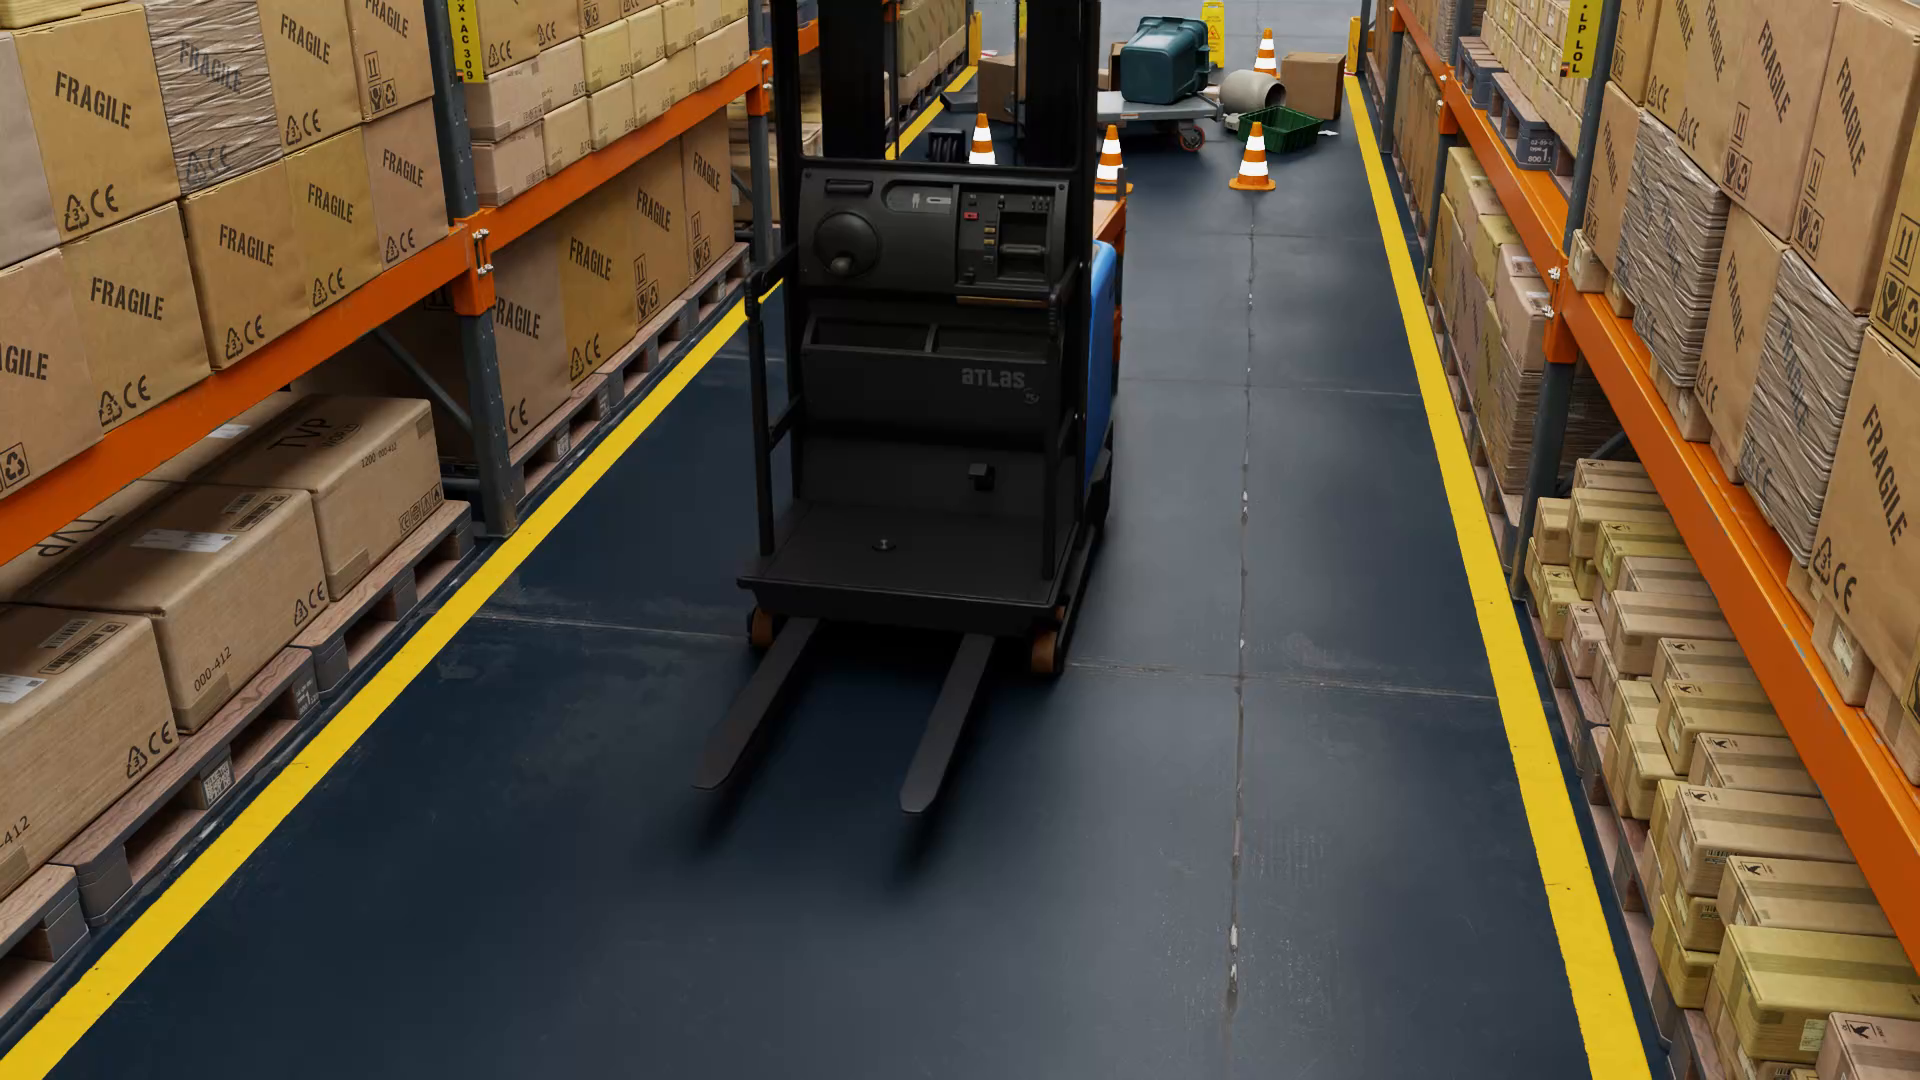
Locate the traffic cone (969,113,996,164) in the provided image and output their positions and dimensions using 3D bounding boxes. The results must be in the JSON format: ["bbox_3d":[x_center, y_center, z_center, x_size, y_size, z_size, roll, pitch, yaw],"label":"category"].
[{"bbox_3d":[0.167,-2.996,12.606,0.336,0.463,0.334,4,25,9],"label":"traffic cone"}]

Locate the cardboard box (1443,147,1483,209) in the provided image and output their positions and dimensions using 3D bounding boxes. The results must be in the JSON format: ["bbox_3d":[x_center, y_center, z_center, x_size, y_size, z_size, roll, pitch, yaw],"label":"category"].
[{"bbox_3d":[2.883,-1.913,8.868,0.500,0.250,0.500,3,25,6],"label":"cardboard box"}]

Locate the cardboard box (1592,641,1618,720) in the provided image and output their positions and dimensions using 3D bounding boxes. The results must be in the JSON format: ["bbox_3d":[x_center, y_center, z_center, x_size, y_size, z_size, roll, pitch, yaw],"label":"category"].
[{"bbox_3d":[2.179,0.445,5.128,0.380,0.149,0.250,4,25,7],"label":"cardboard box"}]

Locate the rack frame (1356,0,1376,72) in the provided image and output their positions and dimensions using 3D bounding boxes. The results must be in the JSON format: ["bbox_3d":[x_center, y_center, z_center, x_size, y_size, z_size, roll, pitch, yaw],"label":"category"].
[{"bbox_3d":[4.542,-6.133,16.315,1.000,3.000,0.127,4,25,9],"label":"rack frame"}]

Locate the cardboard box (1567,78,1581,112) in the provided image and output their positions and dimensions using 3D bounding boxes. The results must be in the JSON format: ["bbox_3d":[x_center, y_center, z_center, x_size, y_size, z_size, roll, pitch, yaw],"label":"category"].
[{"bbox_3d":[2.536,-1.719,6.335,0.380,0.149,0.250,5,26,11],"label":"cardboard box"}]

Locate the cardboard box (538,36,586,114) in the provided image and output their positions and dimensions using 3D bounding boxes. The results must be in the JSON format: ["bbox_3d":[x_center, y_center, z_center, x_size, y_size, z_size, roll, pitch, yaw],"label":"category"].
[{"bbox_3d":[-1.912,-1.958,6.982,0.500,0.250,0.500,4,25,9],"label":"cardboard box"}]

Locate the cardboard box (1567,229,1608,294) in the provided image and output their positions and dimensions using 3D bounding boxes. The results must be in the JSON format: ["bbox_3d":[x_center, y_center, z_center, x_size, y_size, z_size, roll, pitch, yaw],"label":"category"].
[{"bbox_3d":[2.212,-0.905,5.441,0.380,0.149,0.250,5,26,10],"label":"cardboard box"}]

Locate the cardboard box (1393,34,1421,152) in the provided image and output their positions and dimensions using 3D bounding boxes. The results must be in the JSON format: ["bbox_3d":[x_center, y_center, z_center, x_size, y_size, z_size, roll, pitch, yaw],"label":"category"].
[{"bbox_3d":[3.875,-3.366,12.561,1.050,0.750,0.750,4,25,8],"label":"cardboard box"}]

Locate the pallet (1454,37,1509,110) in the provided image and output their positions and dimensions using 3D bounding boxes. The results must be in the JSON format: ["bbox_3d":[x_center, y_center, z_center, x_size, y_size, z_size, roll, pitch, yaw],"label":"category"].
[{"bbox_3d":[3.223,-2.395,8.555,1.213,0.211,1.003,4,25,9],"label":"pallet"}]

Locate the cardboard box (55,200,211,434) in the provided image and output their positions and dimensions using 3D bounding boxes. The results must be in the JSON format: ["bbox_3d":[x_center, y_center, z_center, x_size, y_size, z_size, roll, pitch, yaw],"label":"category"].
[{"bbox_3d":[-2.390,-0.604,4.384,0.500,0.500,0.500,5,26,10],"label":"cardboard box"}]

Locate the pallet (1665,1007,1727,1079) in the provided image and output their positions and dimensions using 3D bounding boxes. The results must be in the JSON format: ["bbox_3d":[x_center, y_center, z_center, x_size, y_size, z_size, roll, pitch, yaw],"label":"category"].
[{"bbox_3d":[2.107,1.452,3.398,1.003,0.211,1.213,4,25,9],"label":"pallet"}]

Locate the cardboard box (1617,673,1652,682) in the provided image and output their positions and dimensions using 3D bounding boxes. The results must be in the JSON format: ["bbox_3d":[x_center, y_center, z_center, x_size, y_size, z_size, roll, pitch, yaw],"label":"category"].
[{"bbox_3d":[2.133,0.424,4.823,0.380,0.149,0.250,5,26,11],"label":"cardboard box"}]

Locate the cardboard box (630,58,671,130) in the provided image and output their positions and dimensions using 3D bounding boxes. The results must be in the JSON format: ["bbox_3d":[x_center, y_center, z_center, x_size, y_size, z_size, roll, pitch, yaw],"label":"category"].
[{"bbox_3d":[-1.714,-2.151,7.984,0.500,0.250,0.500,4,25,8],"label":"cardboard box"}]

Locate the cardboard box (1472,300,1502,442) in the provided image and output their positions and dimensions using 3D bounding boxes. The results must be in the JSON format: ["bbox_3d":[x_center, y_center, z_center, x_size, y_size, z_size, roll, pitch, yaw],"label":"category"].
[{"bbox_3d":[2.537,-0.714,7.190,0.500,0.500,0.500,3,25,7],"label":"cardboard box"}]

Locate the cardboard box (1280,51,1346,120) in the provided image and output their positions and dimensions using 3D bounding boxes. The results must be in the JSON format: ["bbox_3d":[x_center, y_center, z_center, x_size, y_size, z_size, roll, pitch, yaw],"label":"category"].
[{"bbox_3d":[3.129,-4.050,14.809,0.500,0.500,0.500,8,26,18],"label":"cardboard box"}]

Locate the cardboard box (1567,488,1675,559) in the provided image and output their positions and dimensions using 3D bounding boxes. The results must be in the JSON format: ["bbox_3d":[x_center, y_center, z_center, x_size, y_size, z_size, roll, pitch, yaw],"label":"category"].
[{"bbox_3d":[2.216,-0.042,5.467,0.380,0.149,0.250,5,26,11],"label":"cardboard box"}]

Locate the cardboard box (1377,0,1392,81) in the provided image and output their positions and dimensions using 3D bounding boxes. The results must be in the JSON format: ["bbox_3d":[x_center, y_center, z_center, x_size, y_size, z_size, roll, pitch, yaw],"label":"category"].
[{"bbox_3d":[4.354,-4.705,15.274,0.875,0.875,0.875,4,25,8],"label":"cardboard box"}]

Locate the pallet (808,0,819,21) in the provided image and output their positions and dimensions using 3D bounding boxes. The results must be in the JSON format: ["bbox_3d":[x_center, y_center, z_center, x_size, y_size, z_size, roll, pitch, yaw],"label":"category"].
[{"bbox_3d":[-1.383,-3.832,11.625,1.003,0.211,1.213,4,25,9],"label":"pallet"}]

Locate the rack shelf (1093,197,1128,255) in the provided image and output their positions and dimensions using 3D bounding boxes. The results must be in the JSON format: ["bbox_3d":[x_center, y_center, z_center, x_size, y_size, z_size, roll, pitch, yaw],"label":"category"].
[{"bbox_3d":[0.413,-1.327,7.568,0.538,0.278,1.000,6,26,14],"label":"rack shelf"}]

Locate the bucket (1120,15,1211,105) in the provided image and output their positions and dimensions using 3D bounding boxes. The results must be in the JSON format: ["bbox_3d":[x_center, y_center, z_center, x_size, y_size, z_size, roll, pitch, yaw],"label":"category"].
[{"bbox_3d":[1.636,-3.883,13.575,0.726,0.611,0.620,13,38,26],"label":"bucket"}]

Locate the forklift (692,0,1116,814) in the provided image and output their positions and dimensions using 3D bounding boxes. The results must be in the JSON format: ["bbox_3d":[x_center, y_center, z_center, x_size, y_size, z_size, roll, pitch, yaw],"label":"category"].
[{"bbox_3d":[-0.136,-1.026,5.485,1.130,2.935,3.031,5,26,10],"label":"forklift"}]

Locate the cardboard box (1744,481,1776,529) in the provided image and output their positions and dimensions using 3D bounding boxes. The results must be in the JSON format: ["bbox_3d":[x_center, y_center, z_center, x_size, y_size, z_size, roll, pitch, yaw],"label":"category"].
[{"bbox_3d":[2.026,-0.128,3.782,0.380,0.149,0.250,4,25,9],"label":"cardboard box"}]

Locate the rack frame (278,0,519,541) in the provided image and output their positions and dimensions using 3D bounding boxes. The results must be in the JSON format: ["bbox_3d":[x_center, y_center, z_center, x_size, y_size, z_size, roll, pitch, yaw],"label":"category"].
[{"bbox_3d":[-2.319,-1.415,6.235,1.000,3.000,0.127,4,25,9],"label":"rack frame"}]

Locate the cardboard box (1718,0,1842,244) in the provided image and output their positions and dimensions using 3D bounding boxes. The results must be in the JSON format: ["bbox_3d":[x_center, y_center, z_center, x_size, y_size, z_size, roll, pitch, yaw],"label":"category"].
[{"bbox_3d":[1.999,-0.934,3.560,0.500,0.500,0.500,3,25,7],"label":"cardboard box"}]

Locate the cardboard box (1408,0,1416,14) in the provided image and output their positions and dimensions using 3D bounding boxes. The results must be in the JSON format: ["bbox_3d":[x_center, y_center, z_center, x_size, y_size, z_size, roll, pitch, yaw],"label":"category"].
[{"bbox_3d":[3.371,-3.884,11.392,0.500,0.500,0.500,4,25,8],"label":"cardboard box"}]

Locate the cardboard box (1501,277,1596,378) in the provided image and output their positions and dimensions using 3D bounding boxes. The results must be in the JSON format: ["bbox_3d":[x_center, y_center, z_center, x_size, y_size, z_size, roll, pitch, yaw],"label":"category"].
[{"bbox_3d":[2.453,-0.841,6.577,0.500,0.250,0.500,3,25,7],"label":"cardboard box"}]

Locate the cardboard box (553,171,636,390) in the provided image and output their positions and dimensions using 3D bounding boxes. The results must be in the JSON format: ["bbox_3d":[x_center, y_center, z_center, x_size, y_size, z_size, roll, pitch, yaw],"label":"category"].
[{"bbox_3d":[-2.157,-1.286,7.970,0.875,0.875,0.875,5,26,10],"label":"cardboard box"}]

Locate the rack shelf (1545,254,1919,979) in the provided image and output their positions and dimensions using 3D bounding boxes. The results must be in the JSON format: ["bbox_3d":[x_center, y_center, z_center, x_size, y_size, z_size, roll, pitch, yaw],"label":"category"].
[{"bbox_3d":[2.254,0.048,3.958,1.077,0.370,4.000,4,25,9],"label":"rack shelf"}]

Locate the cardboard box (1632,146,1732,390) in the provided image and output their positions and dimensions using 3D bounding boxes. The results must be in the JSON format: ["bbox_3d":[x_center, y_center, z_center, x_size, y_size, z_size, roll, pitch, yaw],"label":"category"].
[{"bbox_3d":[2.059,-0.689,4.215,0.500,0.500,0.500,3,25,7],"label":"cardboard box"}]

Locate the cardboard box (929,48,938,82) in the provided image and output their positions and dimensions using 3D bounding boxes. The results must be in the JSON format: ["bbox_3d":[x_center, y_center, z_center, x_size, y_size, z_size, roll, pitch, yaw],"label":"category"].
[{"bbox_3d":[-0.489,-4.380,15.317,0.500,0.250,0.500,4,25,8],"label":"cardboard box"}]

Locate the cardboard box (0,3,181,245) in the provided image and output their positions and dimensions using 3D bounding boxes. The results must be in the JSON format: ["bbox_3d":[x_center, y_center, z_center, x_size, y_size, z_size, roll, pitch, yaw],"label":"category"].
[{"bbox_3d":[-2.379,-1.062,4.184,0.500,0.500,0.500,4,25,9],"label":"cardboard box"}]

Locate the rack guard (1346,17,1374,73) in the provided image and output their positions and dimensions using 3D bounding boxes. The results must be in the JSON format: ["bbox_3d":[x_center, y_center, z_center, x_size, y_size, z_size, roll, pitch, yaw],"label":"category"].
[{"bbox_3d":[4.546,-5.011,16.866,1.175,0.500,0.348,4,25,9],"label":"rack guard"}]

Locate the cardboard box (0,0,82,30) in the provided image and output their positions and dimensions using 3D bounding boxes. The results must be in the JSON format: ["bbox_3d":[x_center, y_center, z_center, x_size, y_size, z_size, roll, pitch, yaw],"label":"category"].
[{"bbox_3d":[-2.347,-1.309,3.946,0.380,0.149,0.250,3,25,7],"label":"cardboard box"}]

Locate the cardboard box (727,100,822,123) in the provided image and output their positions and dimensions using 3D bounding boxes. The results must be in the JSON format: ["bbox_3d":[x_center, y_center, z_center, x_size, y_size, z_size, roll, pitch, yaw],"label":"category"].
[{"bbox_3d":[-1.321,-2.950,12.118,0.950,0.372,0.625,5,26,10],"label":"cardboard box"}]

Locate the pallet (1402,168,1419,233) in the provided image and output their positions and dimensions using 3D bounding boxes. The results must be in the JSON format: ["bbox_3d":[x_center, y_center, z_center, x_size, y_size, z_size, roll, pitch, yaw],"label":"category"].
[{"bbox_3d":[3.639,-2.358,11.538,1.003,0.211,1.213,4,25,9],"label":"pallet"}]

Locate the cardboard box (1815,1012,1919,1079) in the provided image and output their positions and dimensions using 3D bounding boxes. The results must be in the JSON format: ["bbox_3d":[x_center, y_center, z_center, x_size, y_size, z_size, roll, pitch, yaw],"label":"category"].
[{"bbox_3d":[1.861,1.050,3.134,0.380,0.149,0.250,5,25,10],"label":"cardboard box"}]

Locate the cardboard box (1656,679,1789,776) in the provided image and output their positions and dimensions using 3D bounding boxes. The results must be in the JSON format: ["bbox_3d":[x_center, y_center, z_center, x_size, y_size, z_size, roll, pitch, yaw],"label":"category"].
[{"bbox_3d":[2.039,0.499,4.312,0.380,0.149,0.250,4,25,9],"label":"cardboard box"}]

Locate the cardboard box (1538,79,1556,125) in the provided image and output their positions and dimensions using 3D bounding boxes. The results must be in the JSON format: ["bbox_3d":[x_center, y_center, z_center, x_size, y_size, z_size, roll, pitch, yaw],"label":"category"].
[{"bbox_3d":[2.616,-1.805,6.869,0.380,0.149,0.250,3,25,6],"label":"cardboard box"}]

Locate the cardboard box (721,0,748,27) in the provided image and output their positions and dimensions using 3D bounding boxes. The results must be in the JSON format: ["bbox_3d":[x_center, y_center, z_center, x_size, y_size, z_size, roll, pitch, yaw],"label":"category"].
[{"bbox_3d":[-1.494,-3.026,9.264,0.500,0.250,0.500,4,25,8],"label":"cardboard box"}]

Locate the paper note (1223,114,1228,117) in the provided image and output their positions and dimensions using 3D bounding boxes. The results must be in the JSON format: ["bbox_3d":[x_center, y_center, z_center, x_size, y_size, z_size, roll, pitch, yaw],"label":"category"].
[{"bbox_3d":[2.305,-3.807,14.856,0.172,0.023,0.155,13,28,26],"label":"paper note"}]

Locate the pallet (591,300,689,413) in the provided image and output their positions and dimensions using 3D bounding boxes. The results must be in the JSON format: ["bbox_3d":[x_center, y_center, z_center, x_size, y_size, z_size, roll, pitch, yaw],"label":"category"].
[{"bbox_3d":[-2.071,-0.992,8.620,1.003,0.211,1.213,4,25,9],"label":"pallet"}]

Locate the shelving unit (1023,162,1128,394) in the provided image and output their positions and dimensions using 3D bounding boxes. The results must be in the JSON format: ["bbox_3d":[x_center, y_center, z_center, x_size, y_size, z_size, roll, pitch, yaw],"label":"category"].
[{"bbox_3d":[0.413,-1.062,7.692,0.538,1.125,1.048,6,26,14],"label":"shelving unit"}]

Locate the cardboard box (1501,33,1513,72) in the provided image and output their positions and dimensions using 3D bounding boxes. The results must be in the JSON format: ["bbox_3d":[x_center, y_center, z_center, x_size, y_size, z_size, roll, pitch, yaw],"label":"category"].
[{"bbox_3d":[2.832,-2.353,8.039,0.380,0.149,0.250,5,26,11],"label":"cardboard box"}]

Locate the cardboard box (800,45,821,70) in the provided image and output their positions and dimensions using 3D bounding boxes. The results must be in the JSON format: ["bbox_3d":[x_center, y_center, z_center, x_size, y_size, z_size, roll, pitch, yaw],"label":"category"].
[{"bbox_3d":[-1.180,-4.312,14.286,0.500,0.500,0.500,4,25,8],"label":"cardboard box"}]

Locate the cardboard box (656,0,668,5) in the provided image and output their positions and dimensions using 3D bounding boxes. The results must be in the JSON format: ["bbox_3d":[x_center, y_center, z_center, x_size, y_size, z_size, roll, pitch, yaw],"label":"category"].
[{"bbox_3d":[-1.656,-2.929,8.173,0.500,0.500,0.500,4,25,9],"label":"cardboard box"}]

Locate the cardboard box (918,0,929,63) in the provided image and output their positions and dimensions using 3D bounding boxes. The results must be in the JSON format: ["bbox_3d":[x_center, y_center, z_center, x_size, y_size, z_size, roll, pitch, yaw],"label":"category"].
[{"bbox_3d":[-0.573,-4.498,14.685,0.500,0.500,0.500,5,26,11],"label":"cardboard box"}]

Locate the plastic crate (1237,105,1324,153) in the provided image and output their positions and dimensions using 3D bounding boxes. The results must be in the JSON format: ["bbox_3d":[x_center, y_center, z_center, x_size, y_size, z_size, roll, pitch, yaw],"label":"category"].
[{"bbox_3d":[2.624,-3.376,13.674,0.450,0.188,0.662,29,36,30],"label":"plastic crate"}]

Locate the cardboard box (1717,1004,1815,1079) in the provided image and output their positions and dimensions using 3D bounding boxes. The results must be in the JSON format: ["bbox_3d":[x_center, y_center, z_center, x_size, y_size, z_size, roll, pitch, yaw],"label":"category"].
[{"bbox_3d":[1.815,1.067,3.449,0.380,0.149,0.250,3,25,6],"label":"cardboard box"}]

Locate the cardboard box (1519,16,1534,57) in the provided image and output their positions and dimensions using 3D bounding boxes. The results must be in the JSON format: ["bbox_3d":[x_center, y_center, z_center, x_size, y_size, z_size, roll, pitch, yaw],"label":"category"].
[{"bbox_3d":[2.748,-2.272,7.515,0.380,0.149,0.250,4,25,8],"label":"cardboard box"}]

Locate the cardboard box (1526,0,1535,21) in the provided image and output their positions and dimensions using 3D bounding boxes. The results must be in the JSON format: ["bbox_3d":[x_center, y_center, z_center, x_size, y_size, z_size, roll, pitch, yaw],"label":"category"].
[{"bbox_3d":[2.754,-2.404,7.446,0.380,0.149,0.250,5,26,10],"label":"cardboard box"}]

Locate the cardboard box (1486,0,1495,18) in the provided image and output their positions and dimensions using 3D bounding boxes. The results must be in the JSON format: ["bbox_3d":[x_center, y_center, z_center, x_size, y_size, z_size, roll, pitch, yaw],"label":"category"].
[{"bbox_3d":[2.957,-2.810,8.666,0.380,0.149,0.250,5,26,11],"label":"cardboard box"}]
